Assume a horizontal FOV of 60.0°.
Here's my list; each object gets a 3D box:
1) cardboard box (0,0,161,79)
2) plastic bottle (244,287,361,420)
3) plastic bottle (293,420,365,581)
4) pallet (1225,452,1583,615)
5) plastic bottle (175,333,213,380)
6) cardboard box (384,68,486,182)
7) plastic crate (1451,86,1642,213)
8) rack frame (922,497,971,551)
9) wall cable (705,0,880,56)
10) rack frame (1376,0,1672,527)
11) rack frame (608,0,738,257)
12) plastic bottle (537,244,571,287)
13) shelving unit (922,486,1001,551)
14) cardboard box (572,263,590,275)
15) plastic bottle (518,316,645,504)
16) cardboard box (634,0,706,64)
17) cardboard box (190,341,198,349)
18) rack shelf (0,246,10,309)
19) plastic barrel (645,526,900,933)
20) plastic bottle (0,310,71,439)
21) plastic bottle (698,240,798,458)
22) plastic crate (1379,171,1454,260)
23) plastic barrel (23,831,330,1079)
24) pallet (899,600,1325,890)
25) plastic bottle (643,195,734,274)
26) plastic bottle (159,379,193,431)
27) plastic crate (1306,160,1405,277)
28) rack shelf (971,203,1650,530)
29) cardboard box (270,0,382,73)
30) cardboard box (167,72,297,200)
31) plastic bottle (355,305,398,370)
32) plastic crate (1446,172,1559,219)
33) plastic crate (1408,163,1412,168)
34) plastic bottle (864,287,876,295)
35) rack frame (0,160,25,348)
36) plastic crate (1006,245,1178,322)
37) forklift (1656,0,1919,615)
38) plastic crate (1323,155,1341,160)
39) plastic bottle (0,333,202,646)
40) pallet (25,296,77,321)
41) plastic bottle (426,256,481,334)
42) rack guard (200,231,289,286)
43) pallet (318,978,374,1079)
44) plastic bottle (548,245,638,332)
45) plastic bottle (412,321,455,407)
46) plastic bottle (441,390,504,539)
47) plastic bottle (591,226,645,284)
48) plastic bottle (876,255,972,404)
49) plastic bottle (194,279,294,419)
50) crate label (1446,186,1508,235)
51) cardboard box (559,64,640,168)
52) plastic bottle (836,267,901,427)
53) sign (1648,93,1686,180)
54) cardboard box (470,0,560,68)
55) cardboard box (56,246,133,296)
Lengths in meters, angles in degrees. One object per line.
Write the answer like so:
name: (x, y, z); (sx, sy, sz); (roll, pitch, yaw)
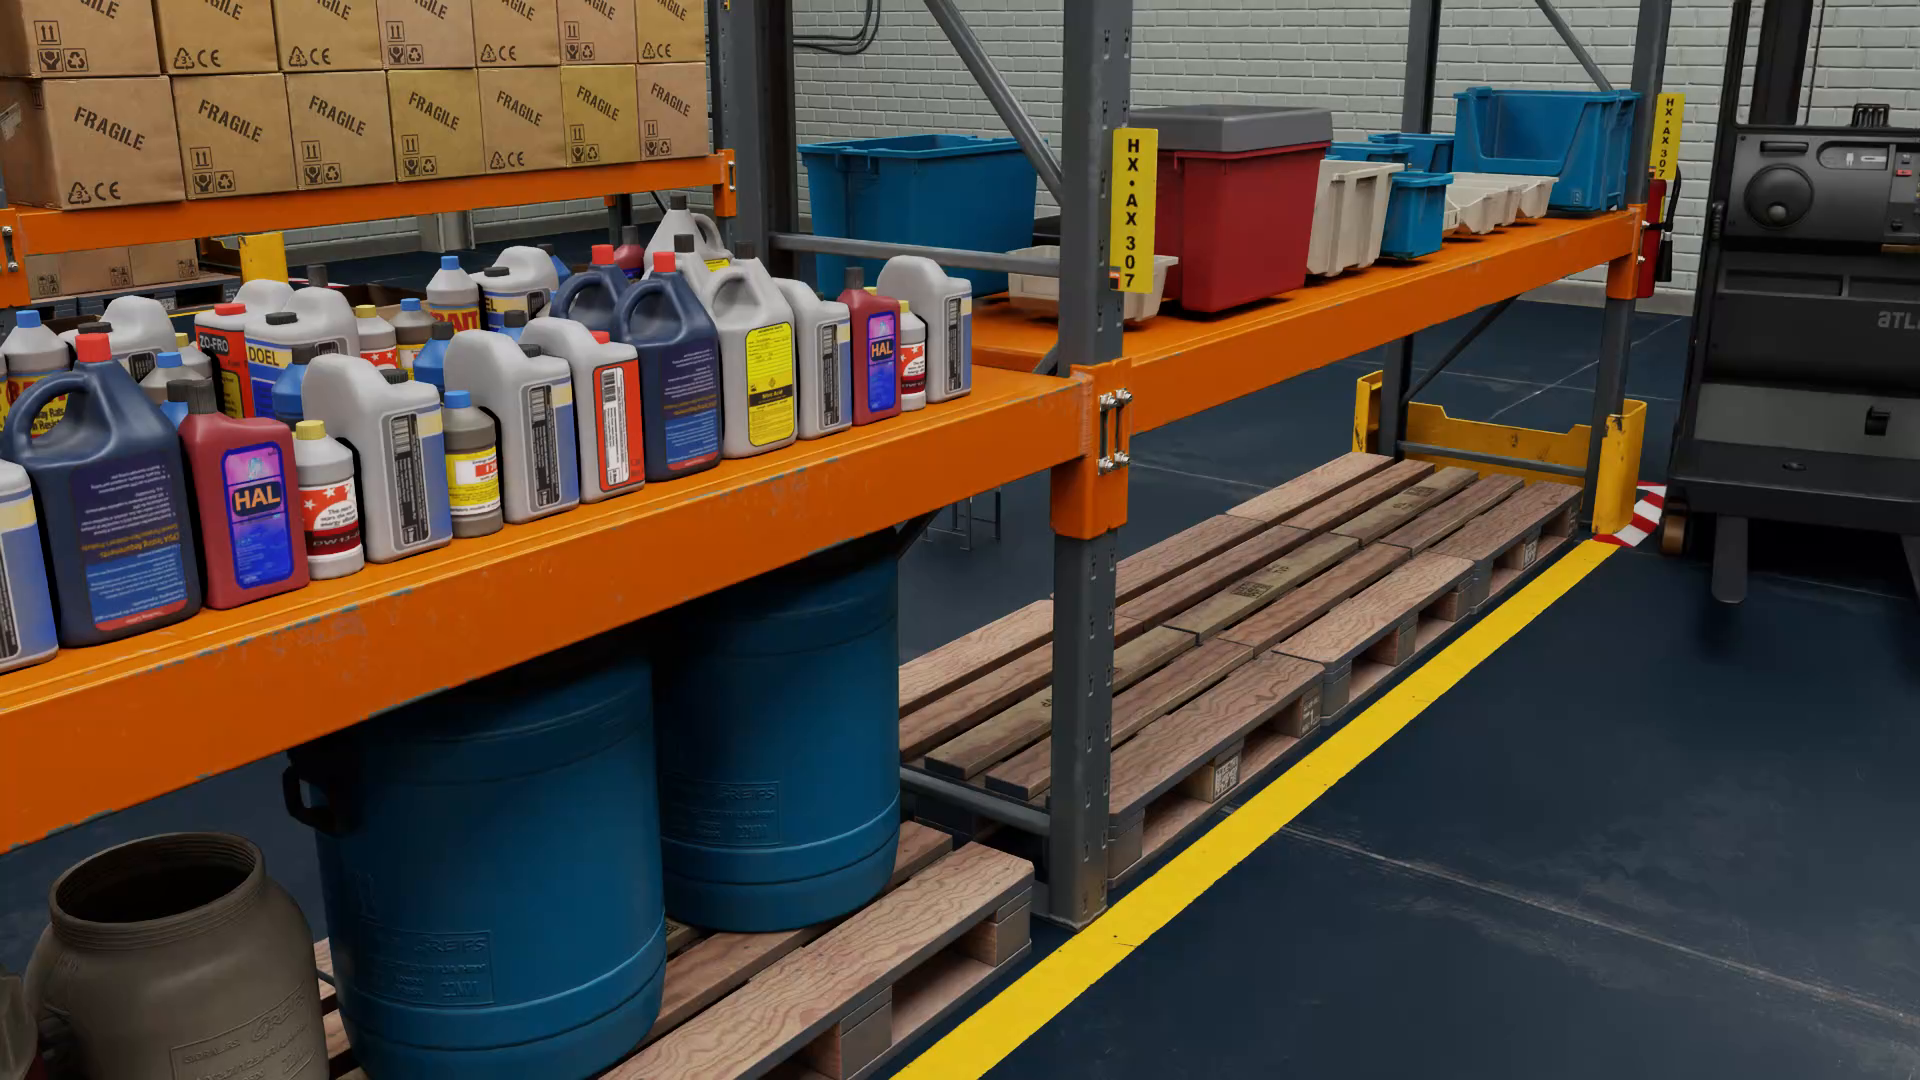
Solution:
cardboard box: (-3.560, -2.093, 6.572); (0.500, 0.500, 0.500); (13, 22, 36)
plastic bottle: (-1.103, -0.280, 2.796); (0.152, 0.276, 0.135); (12, 21, 35)
plastic bottle: (-0.850, -0.057, 2.203); (0.097, 0.201, 0.097); (0, 17, 0)
pallet: (1.770, -0.061, 6.584); (1.003, 0.211, 1.213); (12, 21, 35)
plastic bottle: (-1.316, -0.248, 2.821); (0.097, 0.201, 0.097); (0, 17, 0)
cardboard box: (-2.640, -1.989, 7.923); (0.500, 0.500, 0.500); (12, 21, 34)
plastic crate: (2.243, -1.515, 6.403); (0.616, 0.435, 0.499); (12, 21, 35)
rack frame: (-0.056, -0.407, 6.539); (0.240, 0.900, 0.006); (12, 21, 35)
wall cable: (-2.007, -5.999, 16.124); (3.097, 2.526, 0.112); (12, 21, 35)
rack frame: (2.292, -1.582, 6.781); (1.000, 3.000, 0.127); (12, 21, 35)
rack frame: (-1.684, -2.458, 9.602); (1.000, 3.000, 0.127); (12, 21, 35)
plastic bottle: (-0.844, -0.470, 3.418); (0.097, 0.271, 0.097); (0, 17, 0)
shelving unit: (0.005, -0.432, 6.617); (0.258, 0.900, 0.210); (12, 21, 35)
cardboard box: (-1.810, -1.302, 9.350); (0.500, 0.500, 0.500); (12, 21, 35)
plastic bottle: (-0.585, -0.212, 2.578); (0.152, 0.276, 0.135); (12, 21, 35)
cardboard box: (-1.728, -2.829, 8.941); (0.500, 0.500, 0.500); (12, 21, 34)
cardboard box: (-3.509, -0.796, 8.041); (0.500, 0.311, 0.500); (12, 21, 35)
rack shelf: (-5.259, -0.686, 5.107); (1.077, 0.370, 4.000); (12, 21, 35)
plastic barrel: (-0.429, 0.299, 3.554); (0.600, 0.901, 0.708); (12, 21, 35)
plastic bottle: (-1.454, -0.226, 2.632); (0.097, 0.271, 0.097); (0, 17, 0)
plastic bottle: (-0.376, -0.329, 2.829); (0.144, 0.351, 0.185); (12, 21, 35)
plastic crate: (1.274, -0.996, 5.076); (0.416, 0.233, 0.300); (12, 21, 35)
plastic barrel: (-1.259, 0.772, 2.687); (0.421, 0.512, 0.421); (0, 17, 0)
pallet: (0.316, 0.520, 4.712); (1.003, 0.211, 1.213); (12, 21, 35)
plastic bottle: (-0.585, -0.570, 3.604); (0.144, 0.351, 0.185); (12, 21, 35)
plastic bottle: (-0.978, -0.069, 2.125); (0.097, 0.271, 0.097); (0, 17, 0)
plastic crate: (0.967, -0.933, 4.788); (0.437, 0.282, 0.530); (12, 21, 35)
rack shelf: (1.100, -0.762, 5.353); (1.077, 0.370, 4.000); (12, 21, 35)
cardboard box: (-2.947, -2.339, 7.362); (0.500, 0.500, 0.500); (12, 21, 33)
cardboard box: (-3.242, -1.749, 7.150); (0.500, 0.500, 0.500); (13, 21, 36)
plastic bottle: (-1.098, -0.335, 3.101); (0.097, 0.201, 0.097); (0, 17, 0)
plastic crate: (1.952, -1.259, 6.082); (0.396, 0.136, 0.243); (12, 21, 35)
plastic crate: (1.623, -1.422, 6.610); (0.250, 0.136, 0.298); (12, 21, 35)
plastic bottle: (-0.178, -0.401, 3.313); (0.097, 0.201, 0.097); (0, 17, 0)
rack frame: (-4.067, -1.506, 6.534); (1.000, 3.000, 0.127); (12, 21, 35)
plastic crate: (0.301, -0.618, 4.019); (0.396, 0.136, 0.243); (12, 21, 35)
forklift: (3.378, -1.358, 6.174); (1.130, 2.935, 3.031); (8, 19, 23)
plastic crate: (1.096, -1.217, 5.785); (0.416, 0.233, 0.300); (12, 21, 35)
plastic bottle: (-1.032, -0.067, 1.984); (0.144, 0.351, 0.185); (12, 21, 35)
pallet: (-6.805, -1.507, 11.242); (1.003, 0.211, 1.213); (12, 21, 35)
plastic bottle: (-0.982, -0.415, 3.240); (0.097, 0.271, 0.097); (0, 17, 0)
rack guard: (-5.650, -2.145, 12.807); (1.175, 0.500, 0.348); (12, 21, 35)
pallet: (-1.311, 1.171, 2.619); (1.003, 0.211, 1.213); (12, 21, 35)
plastic bottle: (-0.602, -0.311, 2.769); (0.144, 0.351, 0.185); (12, 21, 35)
plastic bottle: (-0.776, -0.195, 2.532); (0.097, 0.271, 0.097); (0, 17, 0)
plastic bottle: (-0.712, -0.112, 2.381); (0.097, 0.201, 0.097); (0, 17, 0)
plastic bottle: (-0.732, -0.530, 3.589); (0.061, 0.283, 0.133); (12, 21, 35)
plastic bottle: (-0.066, -0.419, 3.245); (0.152, 0.276, 0.135); (12, 21, 35)
plastic bottle: (-1.225, -0.307, 2.883); (0.152, 0.276, 0.135); (12, 21, 35)
crate label: (1.621, -1.122, 5.641); (0.396, 0.136, 0.243); (12, 21, 35)
cardboard box: (-2.038, -2.227, 8.689); (0.500, 0.500, 0.500); (13, 21, 35)
plastic bottle: (-0.168, -0.360, 3.040); (0.061, 0.283, 0.133); (12, 21, 35)
sign: (2.744, -1.567, 6.456); (0.100, 0.325, 0.005); (12, 21, 35)
cardboard box: (-2.334, -2.584, 8.153); (0.500, 0.500, 0.500); (13, 22, 36)
cardboard box: (-6.299, -2.036, 11.749); (0.700, 0.500, 0.500); (12, 21, 35)
